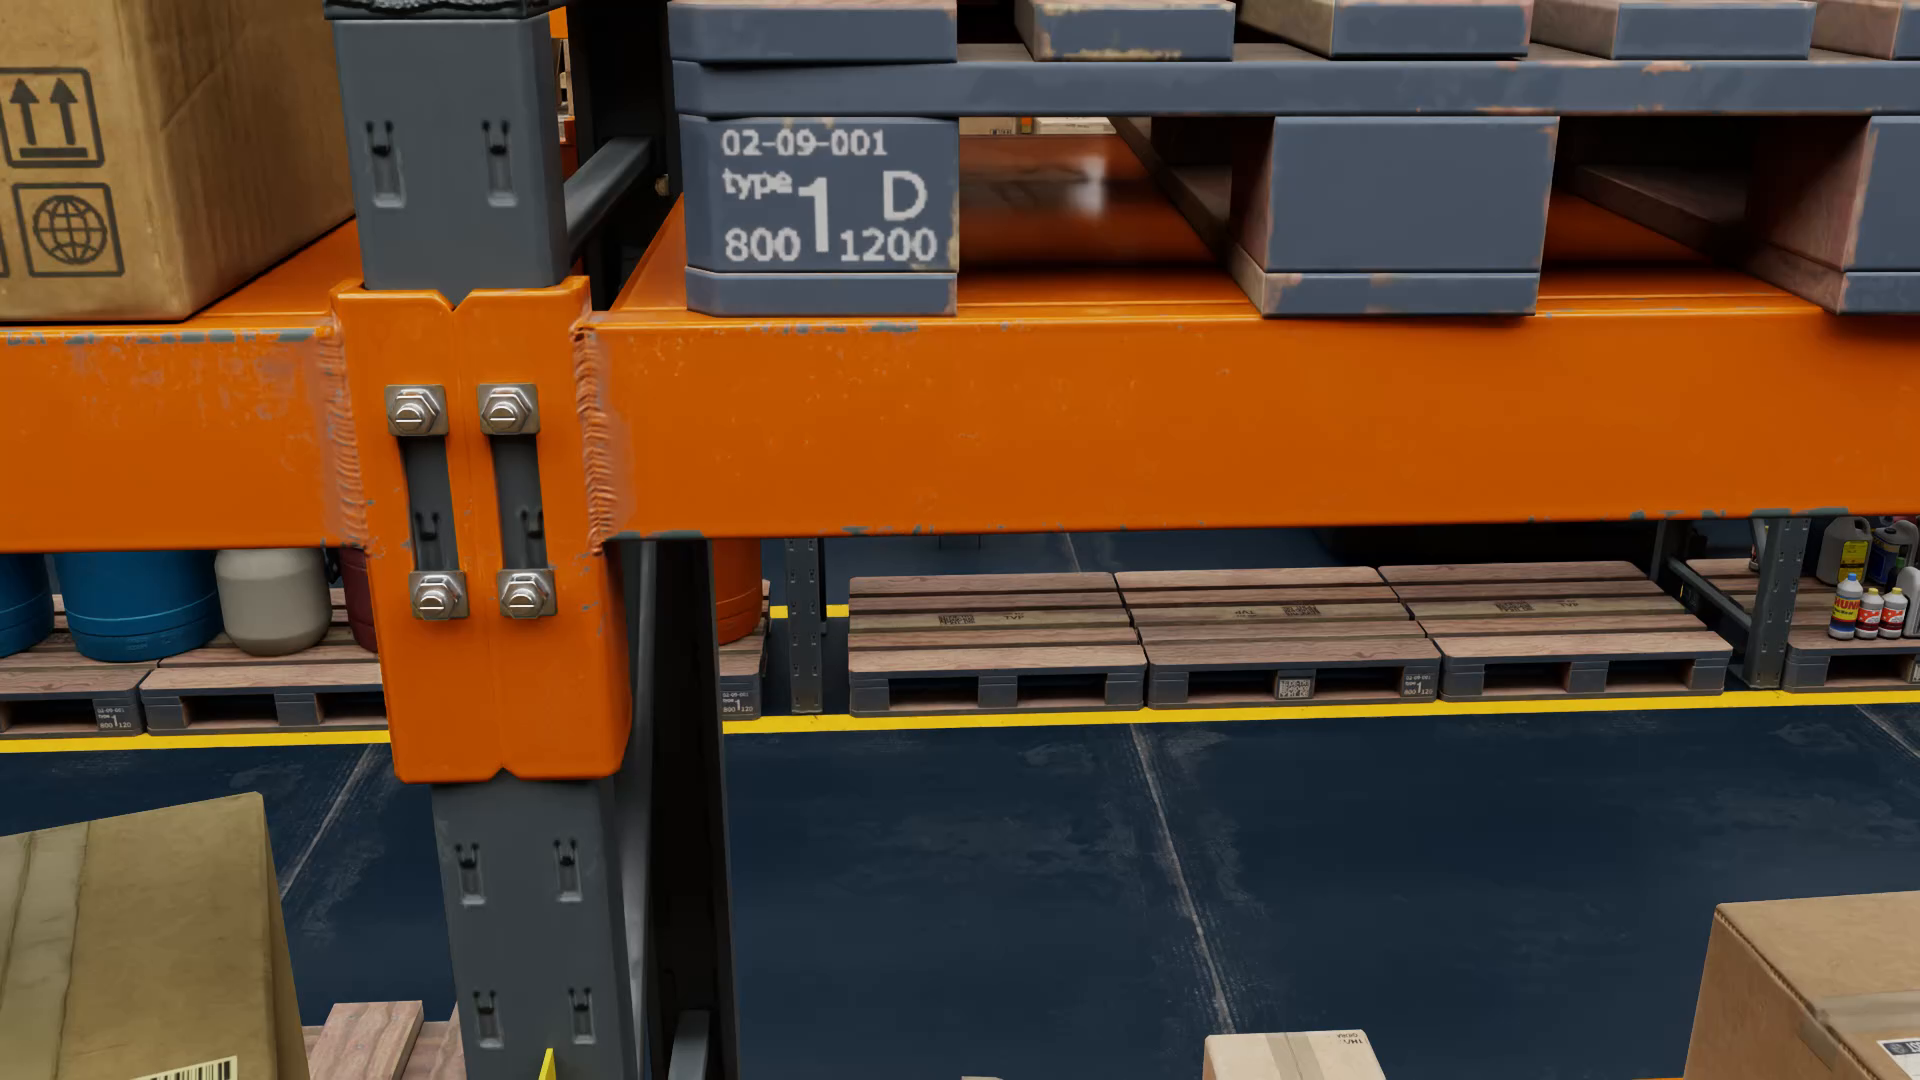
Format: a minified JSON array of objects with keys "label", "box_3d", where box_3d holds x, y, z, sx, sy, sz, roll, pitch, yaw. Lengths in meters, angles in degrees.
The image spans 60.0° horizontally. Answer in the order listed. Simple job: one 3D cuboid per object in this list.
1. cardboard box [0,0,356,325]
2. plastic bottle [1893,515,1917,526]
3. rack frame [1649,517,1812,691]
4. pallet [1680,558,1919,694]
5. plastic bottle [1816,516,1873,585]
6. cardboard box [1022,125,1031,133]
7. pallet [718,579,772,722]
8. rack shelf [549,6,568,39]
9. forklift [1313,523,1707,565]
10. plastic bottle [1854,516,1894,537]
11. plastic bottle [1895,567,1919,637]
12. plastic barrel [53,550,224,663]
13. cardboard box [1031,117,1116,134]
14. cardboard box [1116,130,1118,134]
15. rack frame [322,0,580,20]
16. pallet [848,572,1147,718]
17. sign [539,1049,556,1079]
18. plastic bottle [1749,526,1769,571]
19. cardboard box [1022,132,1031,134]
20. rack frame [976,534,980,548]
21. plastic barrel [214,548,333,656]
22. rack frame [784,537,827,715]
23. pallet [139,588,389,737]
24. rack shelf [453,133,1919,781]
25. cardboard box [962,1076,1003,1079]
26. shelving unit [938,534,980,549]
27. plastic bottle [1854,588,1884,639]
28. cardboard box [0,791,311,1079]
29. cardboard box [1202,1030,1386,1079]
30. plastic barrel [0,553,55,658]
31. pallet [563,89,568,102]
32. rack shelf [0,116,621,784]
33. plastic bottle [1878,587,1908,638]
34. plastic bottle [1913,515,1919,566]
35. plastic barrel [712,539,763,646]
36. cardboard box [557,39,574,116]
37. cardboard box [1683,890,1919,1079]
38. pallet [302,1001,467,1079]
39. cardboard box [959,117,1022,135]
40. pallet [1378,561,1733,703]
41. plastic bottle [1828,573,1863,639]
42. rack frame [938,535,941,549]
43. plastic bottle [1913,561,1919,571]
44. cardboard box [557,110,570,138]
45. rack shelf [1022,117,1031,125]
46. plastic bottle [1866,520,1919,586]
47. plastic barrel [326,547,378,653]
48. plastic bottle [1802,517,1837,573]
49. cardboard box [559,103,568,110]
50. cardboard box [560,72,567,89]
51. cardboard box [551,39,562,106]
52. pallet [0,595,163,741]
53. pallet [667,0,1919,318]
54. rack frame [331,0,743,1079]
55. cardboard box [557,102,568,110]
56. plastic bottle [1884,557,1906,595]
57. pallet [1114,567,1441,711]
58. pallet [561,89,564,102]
[{"label":"cardboard box","box_3d":[-0.804,-0.536,1.458,0.500,0.500,0.910,-1,21,-3]},{"label":"plastic bottle","box_3d":[4.322,-0.023,7.666,0.133,0.283,0.061,0,21,1]},{"label":"rack frame","box_3d":[3.344,-0.950,6.899,0.127,3.000,1.000,-1,21,-3]},{"label":"pallet","box_3d":[4.017,0.355,7.393,1.213,0.211,1.003,-1,21,-3]},{"label":"plastic bottle","box_3d":[3.979,0.018,7.461,0.185,0.351,0.144,-1,21,-3]},{"label":"cardboard box","box_3d":[0.560,-5.155,21.049,0.625,0.372,0.950,0,21,-1]},{"label":"pallet","box_3d":[-1.434,0.466,7.101,1.213,0.211,1.003,-1,21,-3]},{"label":"rack shelf","box_3d":[-2.646,-1.893,6.174,4.000,0.370,1.077,-1,21,-3]},{"label":"forklift","box_3d":[3.331,-1.436,8.272,3.031,2.935,1.130,-1,21,-1]},{"label":"plastic bottle","box_3d":[4.162,-0.037,7.606,0.185,0.351,0.144,-2,21,-6]},{"label":"plastic bottle","box_3d":[4.008,0.251,6.957,0.135,0.276,0.152,0,21,-1]},{"label":"plastic barrel","box_3d":[-3.392,-0.022,6.822,0.708,0.901,0.600,-1,21,-3]},{"label":"cardboard box","box_3d":[0.754,-2.706,11.134,0.500,0.250,0.500,-2,21,-5]},{"label":"cardboard box","box_3d":[1.336,-2.886,11.249,0.637,0.503,0.797,1,21,2]},{"label":"rack frame","box_3d":[-0.371,-1.912,0.997,0.127,3.000,1.000,-1,21,-3]},{"label":"pallet","box_3d":[0.126,0.433,7.187,1.213,0.211,1.003,-1,21,-3]},{"label":"sign","box_3d":[-0.330,0.580,1.367,0.005,0.325,0.100,-1,21,-3]},{"label":"plastic bottle","box_3d":[3.688,0.034,7.629,0.097,0.201,0.097,0,21,0]},{"label":"cardboard box","box_3d":[0.371,-3.536,16.264,0.750,0.750,1.050,-1,21,-2]},{"label":"rack frame","box_3d":[0.093,-0.422,8.466,0.006,0.900,0.240,-1,21,-3]},{"label":"plastic barrel","box_3d":[-2.823,0.180,6.838,0.421,0.512,0.421,0,21,0]},{"label":"rack frame","box_3d":[-0.650,-0.868,6.686,0.127,3.000,1.000,-1,21,-3]},{"label":"pallet","box_3d":[-2.649,0.489,7.039,1.213,0.211,1.003,-1,21,-3]},{"label":"rack shelf","box_3d":[1.626,-0.215,1.765,4.000,0.370,1.077,-1,21,-3]},{"label":"cardboard box","box_3d":[-0.005,0.941,2.059,0.500,0.311,0.500,0,21,0]},{"label":"shelving unit","box_3d":[-0.008,-0.420,8.460,0.210,0.900,0.258,-1,21,-3]},{"label":"plastic bottle","box_3d":[3.789,0.300,6.933,0.097,0.201,0.097,0,21,0]},{"label":"cardboard box","box_3d":[-0.993,0.701,1.833,0.500,0.500,0.700,-8,22,-21]},{"label":"cardboard box","box_3d":[0.512,0.892,2.415,0.250,0.149,0.380,-1,21,-3]},{"label":"plastic barrel","box_3d":[-4.099,-0.008,6.784,0.708,0.901,0.600,-1,21,-3]},{"label":"pallet","box_3d":[-3.089,-4.247,15.831,1.213,0.211,1.003,-1,21,-3]},{"label":"rack shelf","box_3d":[-2.367,-0.134,1.552,4.000,0.370,1.077,-1,21,-3]},{"label":"plastic bottle","box_3d":[3.890,0.298,6.938,0.097,0.201,0.097,0,21,0]},{"label":"plastic bottle","box_3d":[4.484,-0.043,7.623,0.185,0.351,0.144,-1,21,-3]},{"label":"plastic barrel","box_3d":[-1.137,-0.034,6.956,0.708,0.830,0.600,-1,21,-3]},{"label":"cardboard box","box_3d":[-2.314,-3.122,11.055,0.637,0.503,0.797,-1,21,-2]},{"label":"cardboard box","box_3d":[1.304,0.805,2.151,0.500,0.500,0.500,-2,21,-6]},{"label":"pallet","box_3d":[-1.043,1.020,1.997,1.003,0.211,1.213,-1,21,-3]},{"label":"cardboard box","box_3d":[0.156,-2.943,11.404,0.500,0.500,0.700,2,21,5]},{"label":"pallet","box_3d":[2.562,0.383,7.318,1.213,0.211,1.003,-1,21,-3]},{"label":"plastic bottle","box_3d":[3.687,0.269,6.915,0.097,0.271,0.097,0,21,0]},{"label":"rack frame","box_3d":[-0.110,-0.418,8.455,0.006,0.900,0.240,-1,21,-3]},{"label":"plastic bottle","box_3d":[4.165,0.163,7.083,0.185,0.351,0.144,-1,21,-3]},{"label":"cardboard box","box_3d":[-2.427,-2.557,10.980,0.500,0.500,0.500,-2,21,-5]},{"label":"rack shelf","box_3d":[0.882,-4.096,16.175,4.000,0.370,1.077,-1,21,-3]},{"label":"plastic bottle","box_3d":[4.196,0.050,7.482,0.135,0.276,0.152,-1,21,-3]},{"label":"plastic barrel","box_3d":[-2.264,0.101,6.938,0.708,0.588,0.600,-1,21,-3]},{"label":"plastic bottle","box_3d":[3.970,-0.033,7.596,0.185,0.351,0.144,-2,21,-4]},{"label":"cardboard box","box_3d":[-2.459,-2.738,11.457,0.500,0.500,0.500,-2,21,-4]},{"label":"cardboard box","box_3d":[-3.657,-4.255,15.345,0.250,0.149,0.380,-2,21,-5]},{"label":"cardboard box","box_3d":[-2.983,-3.106,11.013,0.637,0.503,0.797,0,21,-1]},{"label":"pallet","box_3d":[-3.870,0.515,6.971,1.213,0.211,1.003,-1,21,-3]},{"label":"pallet","box_3d":[0.302,-0.468,1.684,1.003,0.211,1.213,0,21,-1]},{"label":"rack frame","box_3d":[-0.371,0.891,2.064,0.127,3.000,1.000,-1,21,-3]},{"label":"cardboard box","box_3d":[-2.958,-2.729,11.432,0.500,0.500,0.500,-1,21,-3]},{"label":"plastic bottle","box_3d":[4.002,0.209,7.055,0.133,0.283,0.061,-1,21,-3]},{"label":"pallet","box_3d":[1.341,0.409,7.250,1.213,0.211,1.003,-1,21,-3]},{"label":"pallet","box_3d":[-4.337,-4.185,15.666,1.213,0.211,1.003,-1,21,-3]}]
